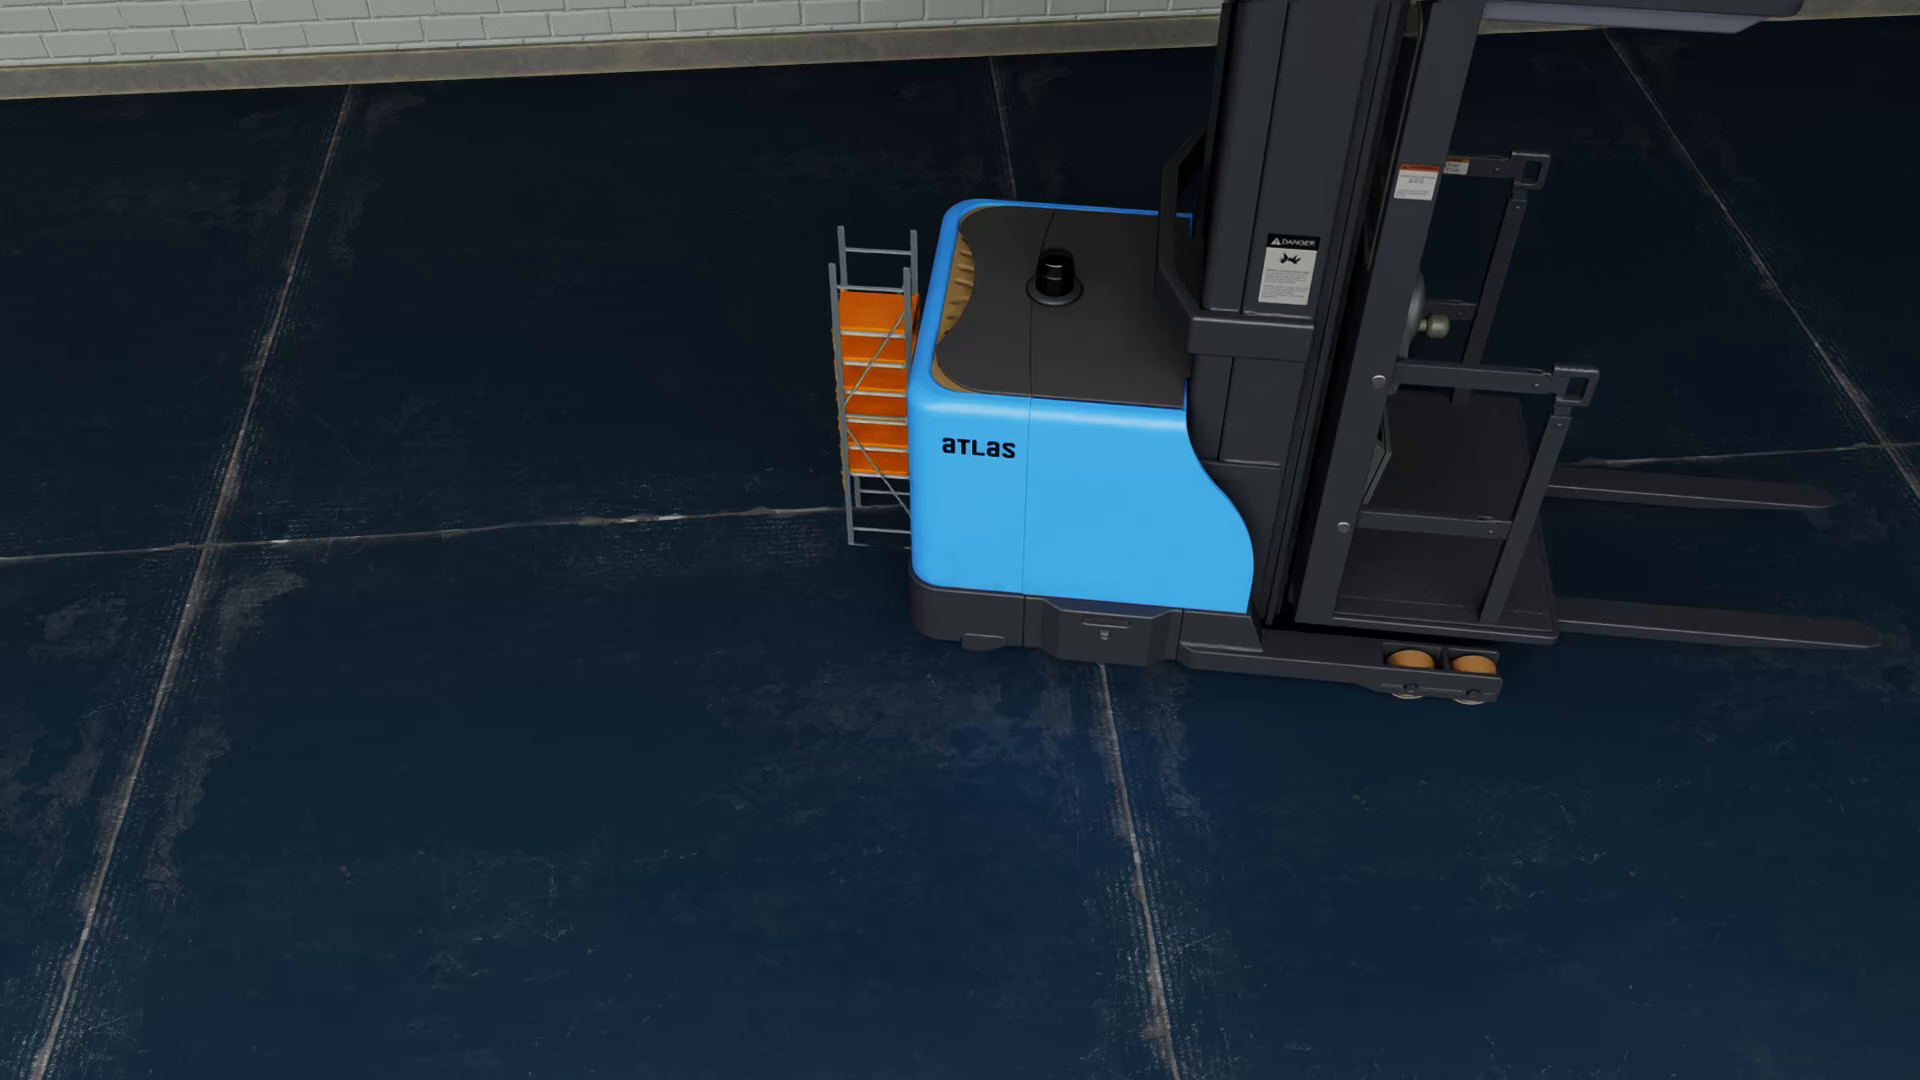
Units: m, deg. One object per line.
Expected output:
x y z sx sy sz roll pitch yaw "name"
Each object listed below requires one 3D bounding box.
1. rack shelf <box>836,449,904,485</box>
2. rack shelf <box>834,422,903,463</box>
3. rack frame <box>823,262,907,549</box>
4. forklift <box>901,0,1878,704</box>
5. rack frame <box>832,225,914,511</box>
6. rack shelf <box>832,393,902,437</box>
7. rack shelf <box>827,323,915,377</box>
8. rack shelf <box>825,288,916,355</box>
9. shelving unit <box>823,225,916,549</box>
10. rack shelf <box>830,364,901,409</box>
-0.273 -0.261 5.563 0.258 0.103 0.180 4 47 4 "rack shelf"
-0.273 -0.344 5.476 0.258 0.103 0.180 4 47 4 "rack shelf"
-0.282 -0.391 5.293 0.240 1.200 0.006 4 47 4 "rack frame"
1.373 -0.900 4.584 3.031 2.935 1.130 5 47 5 "forklift"
-0.265 -0.523 5.419 0.240 1.200 0.006 4 47 4 "rack frame"
-0.273 -0.426 5.388 0.258 0.103 0.180 4 47 4 "rack shelf"
-0.273 -0.591 5.214 0.258 0.103 0.180 4 47 4 "rack shelf"
-0.273 -0.674 5.127 0.258 0.103 0.180 4 47 4 "rack shelf"
-0.273 -0.457 5.356 0.258 1.200 0.189 4 47 4 "shelving unit"
-0.273 -0.509 5.301 0.258 0.103 0.180 4 47 4 "rack shelf"
